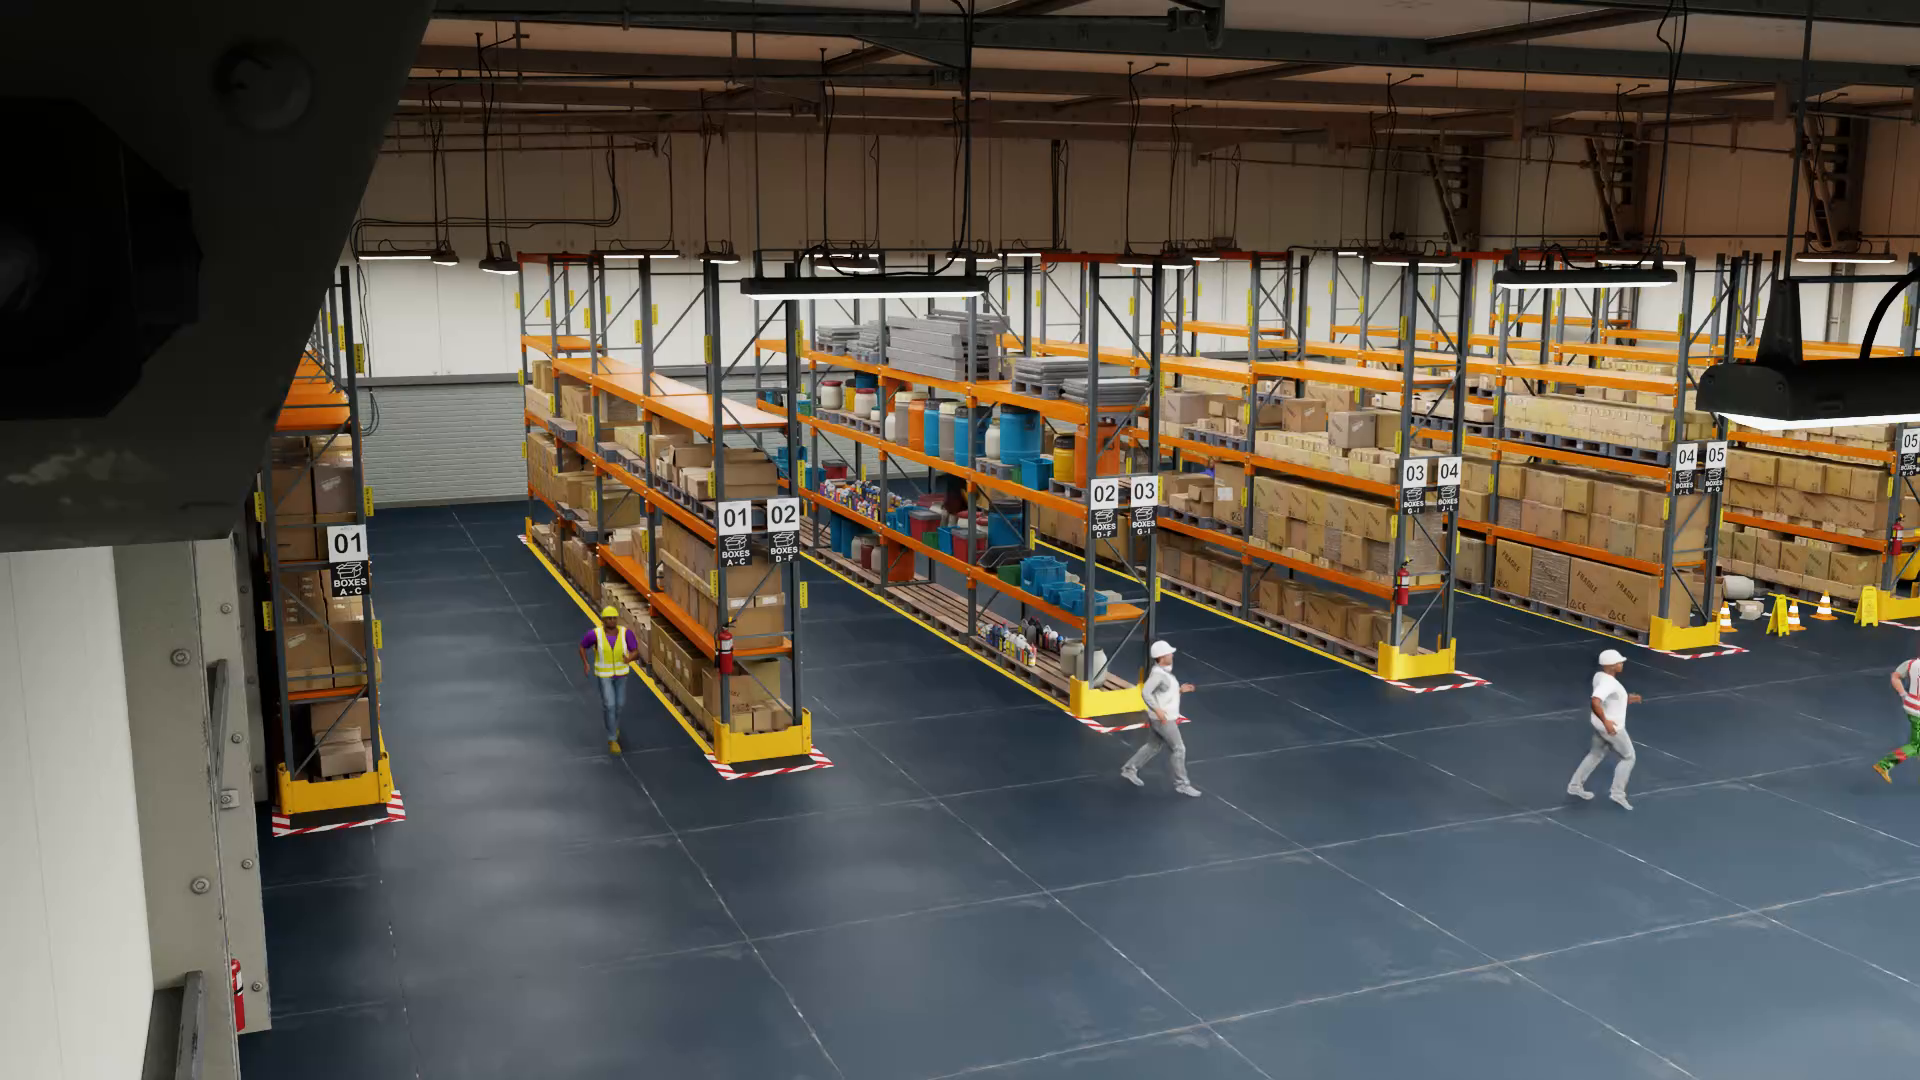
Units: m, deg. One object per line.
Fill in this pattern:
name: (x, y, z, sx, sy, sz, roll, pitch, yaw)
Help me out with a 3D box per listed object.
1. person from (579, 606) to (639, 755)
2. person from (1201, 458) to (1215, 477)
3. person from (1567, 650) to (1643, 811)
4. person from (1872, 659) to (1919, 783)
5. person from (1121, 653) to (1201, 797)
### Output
person: (-4.352, 1.701, 20.785, 0.698, 1.794, 0.863, -5, 12, -26)
person: (5.371, -0.929, 35.696, 0.588, 1.641, 0.827, -4, 11, -22)
person: (7.235, 2.116, 18.570, 0.765, 1.820, 0.676, 0, 10, 1)
person: (10.992, 2.007, 19.123, 0.953, 1.787, 0.636, 0, 10, 0)
person: (2.304, 2.050, 18.943, 0.915, 1.740, 0.645, 1, 10, 3)
